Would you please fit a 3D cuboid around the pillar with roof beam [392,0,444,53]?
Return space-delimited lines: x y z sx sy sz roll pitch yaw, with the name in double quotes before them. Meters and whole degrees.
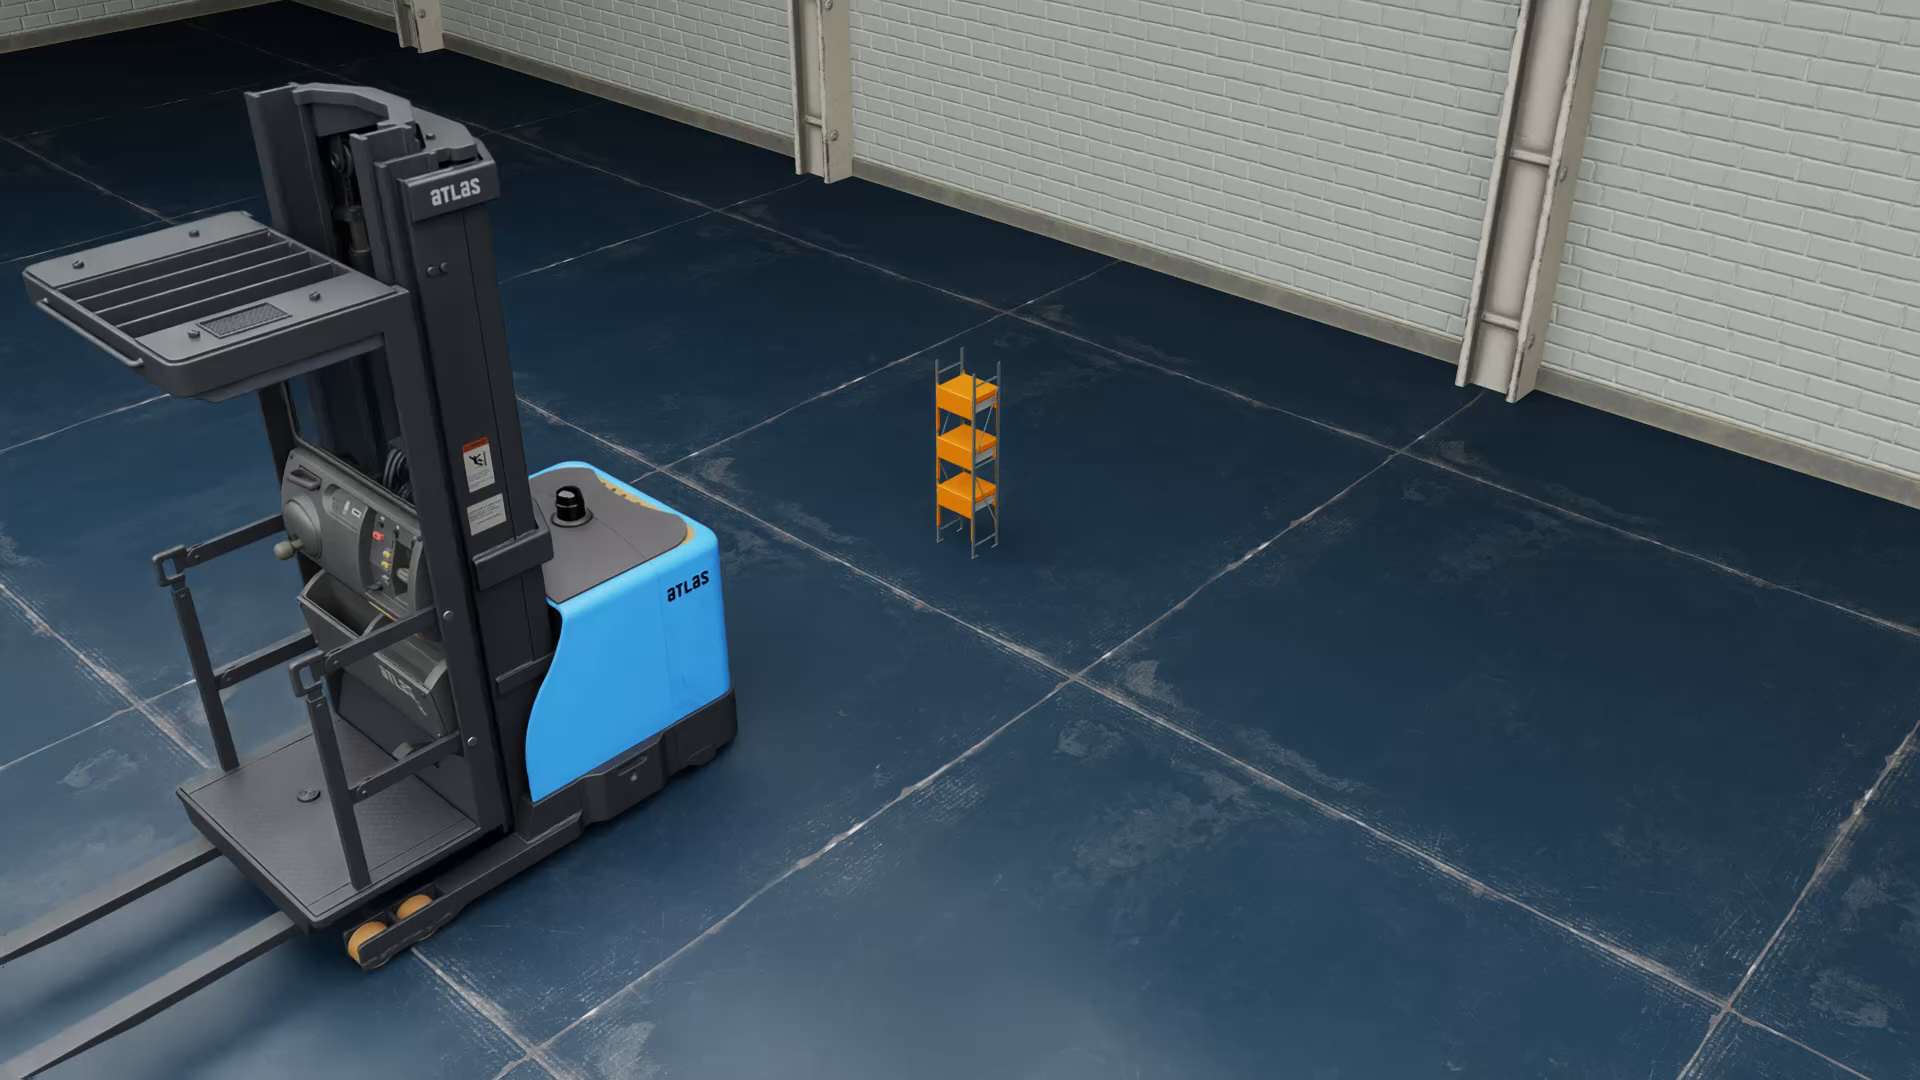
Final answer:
"pillar with roof beam" -8.455 -7.322 12.188 0.400 9.000 9.100 25 39 35

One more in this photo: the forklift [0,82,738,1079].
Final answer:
"forklift" -2.336 0.022 5.871 1.130 2.935 3.031 26 39 36

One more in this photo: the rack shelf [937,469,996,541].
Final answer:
"rack shelf" 0.040 -0.184 8.597 0.240 0.259 0.215 25 39 35

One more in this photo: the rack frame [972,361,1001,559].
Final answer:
"rack frame" 0.130 -0.389 8.378 0.008 1.050 0.200 25 39 35

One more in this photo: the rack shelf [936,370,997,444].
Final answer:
"rack shelf" 0.040 -0.665 8.308 0.240 0.259 0.215 25 39 35

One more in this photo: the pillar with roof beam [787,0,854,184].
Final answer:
"pillar with roof beam" -4.006 -5.246 8.739 0.400 9.000 9.100 25 39 35

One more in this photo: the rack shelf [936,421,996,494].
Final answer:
"rack shelf" 0.040 -0.422 8.454 0.240 0.259 0.215 25 39 35

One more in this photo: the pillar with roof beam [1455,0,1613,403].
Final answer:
"pillar with roof beam" 0.442 -3.169 5.290 0.400 9.000 9.100 25 39 35

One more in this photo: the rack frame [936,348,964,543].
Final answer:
"rack frame" -0.051 -0.473 8.519 0.008 1.050 0.200 25 39 35

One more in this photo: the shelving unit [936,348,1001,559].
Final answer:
"shelving unit" 0.040 -0.431 8.448 0.252 1.050 0.215 25 39 35
